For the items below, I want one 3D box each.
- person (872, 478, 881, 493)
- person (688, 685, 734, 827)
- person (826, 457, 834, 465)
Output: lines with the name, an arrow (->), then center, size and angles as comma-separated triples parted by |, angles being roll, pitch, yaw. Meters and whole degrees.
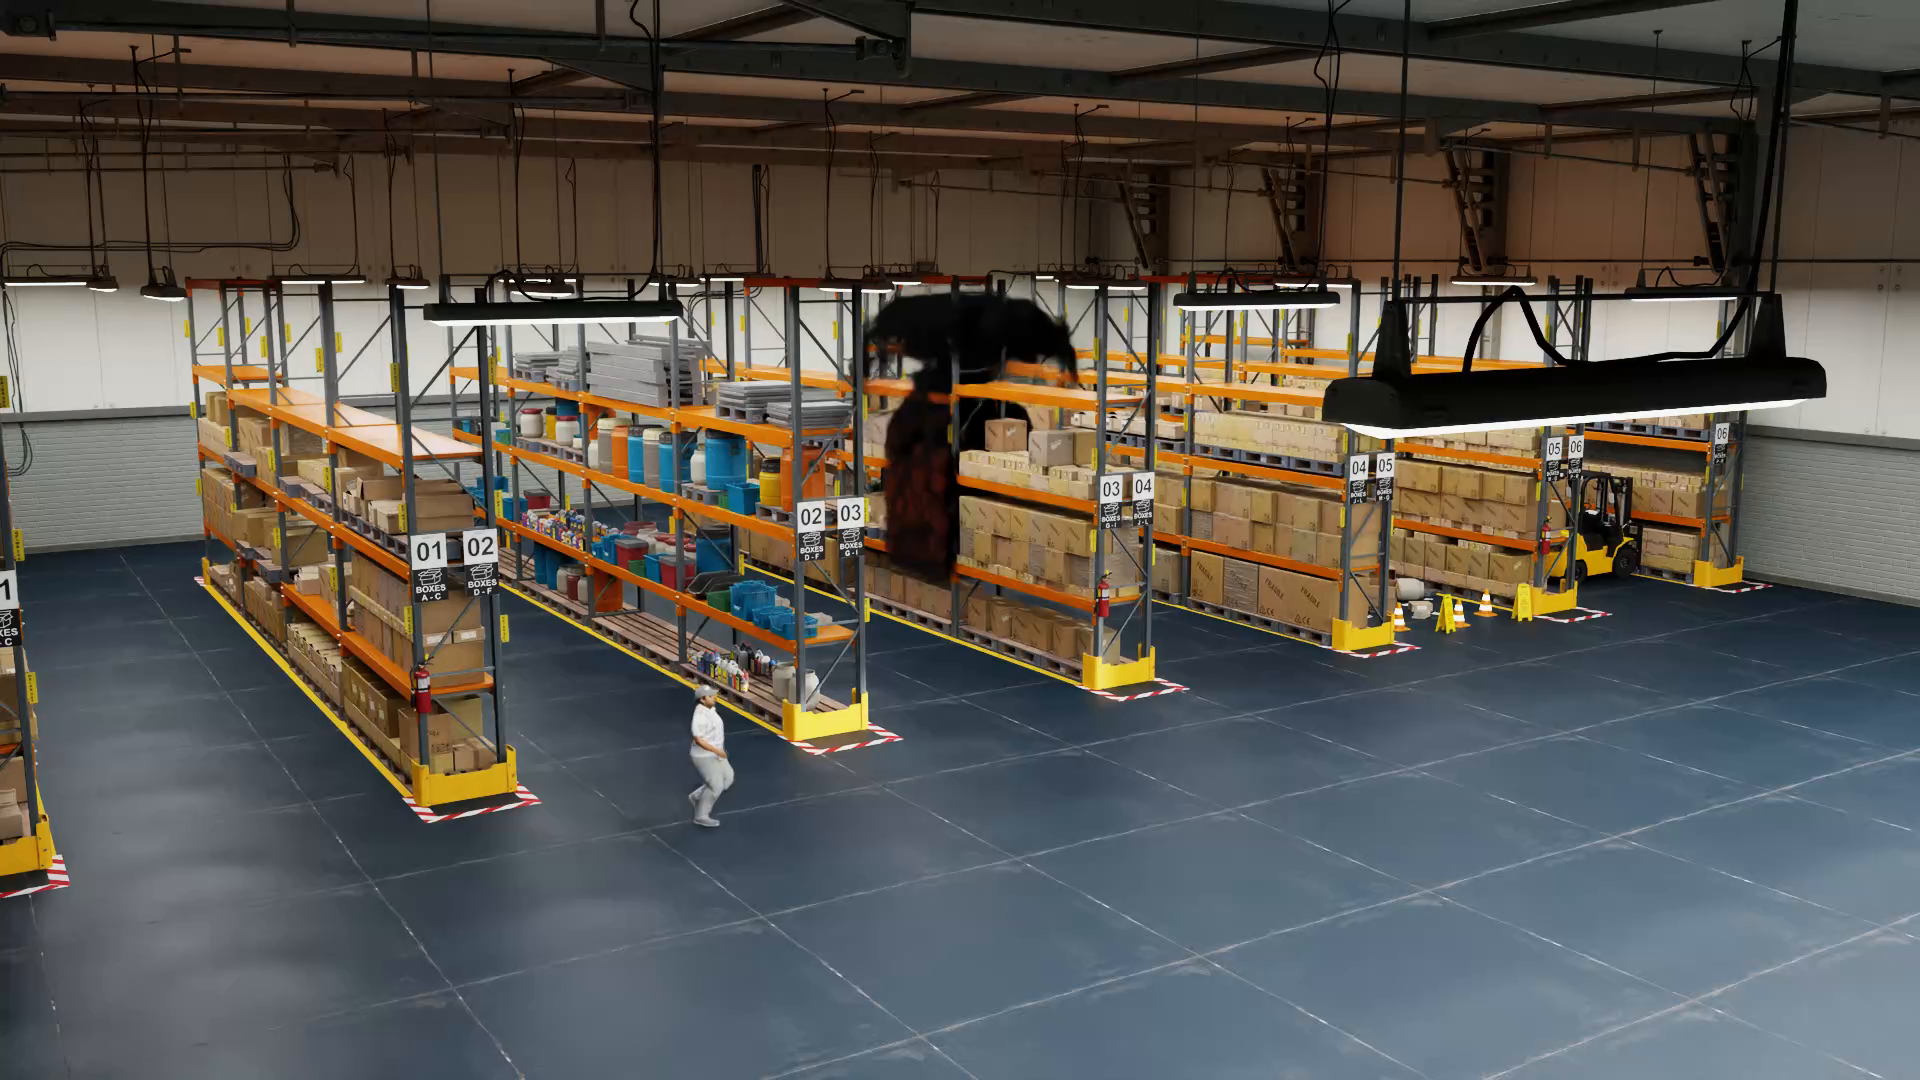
person -> -1.982, -1.553, 42.298 | 1.057, 1.627, 0.735 | 2, 10, 14
person -> -2.813, 2.422, 18.778 | 0.476, 1.633, 0.611 | 0, 10, 0
person -> -3.193, -1.225, 40.395 | 0.641, 1.623, 0.679 | 0, 10, -1
